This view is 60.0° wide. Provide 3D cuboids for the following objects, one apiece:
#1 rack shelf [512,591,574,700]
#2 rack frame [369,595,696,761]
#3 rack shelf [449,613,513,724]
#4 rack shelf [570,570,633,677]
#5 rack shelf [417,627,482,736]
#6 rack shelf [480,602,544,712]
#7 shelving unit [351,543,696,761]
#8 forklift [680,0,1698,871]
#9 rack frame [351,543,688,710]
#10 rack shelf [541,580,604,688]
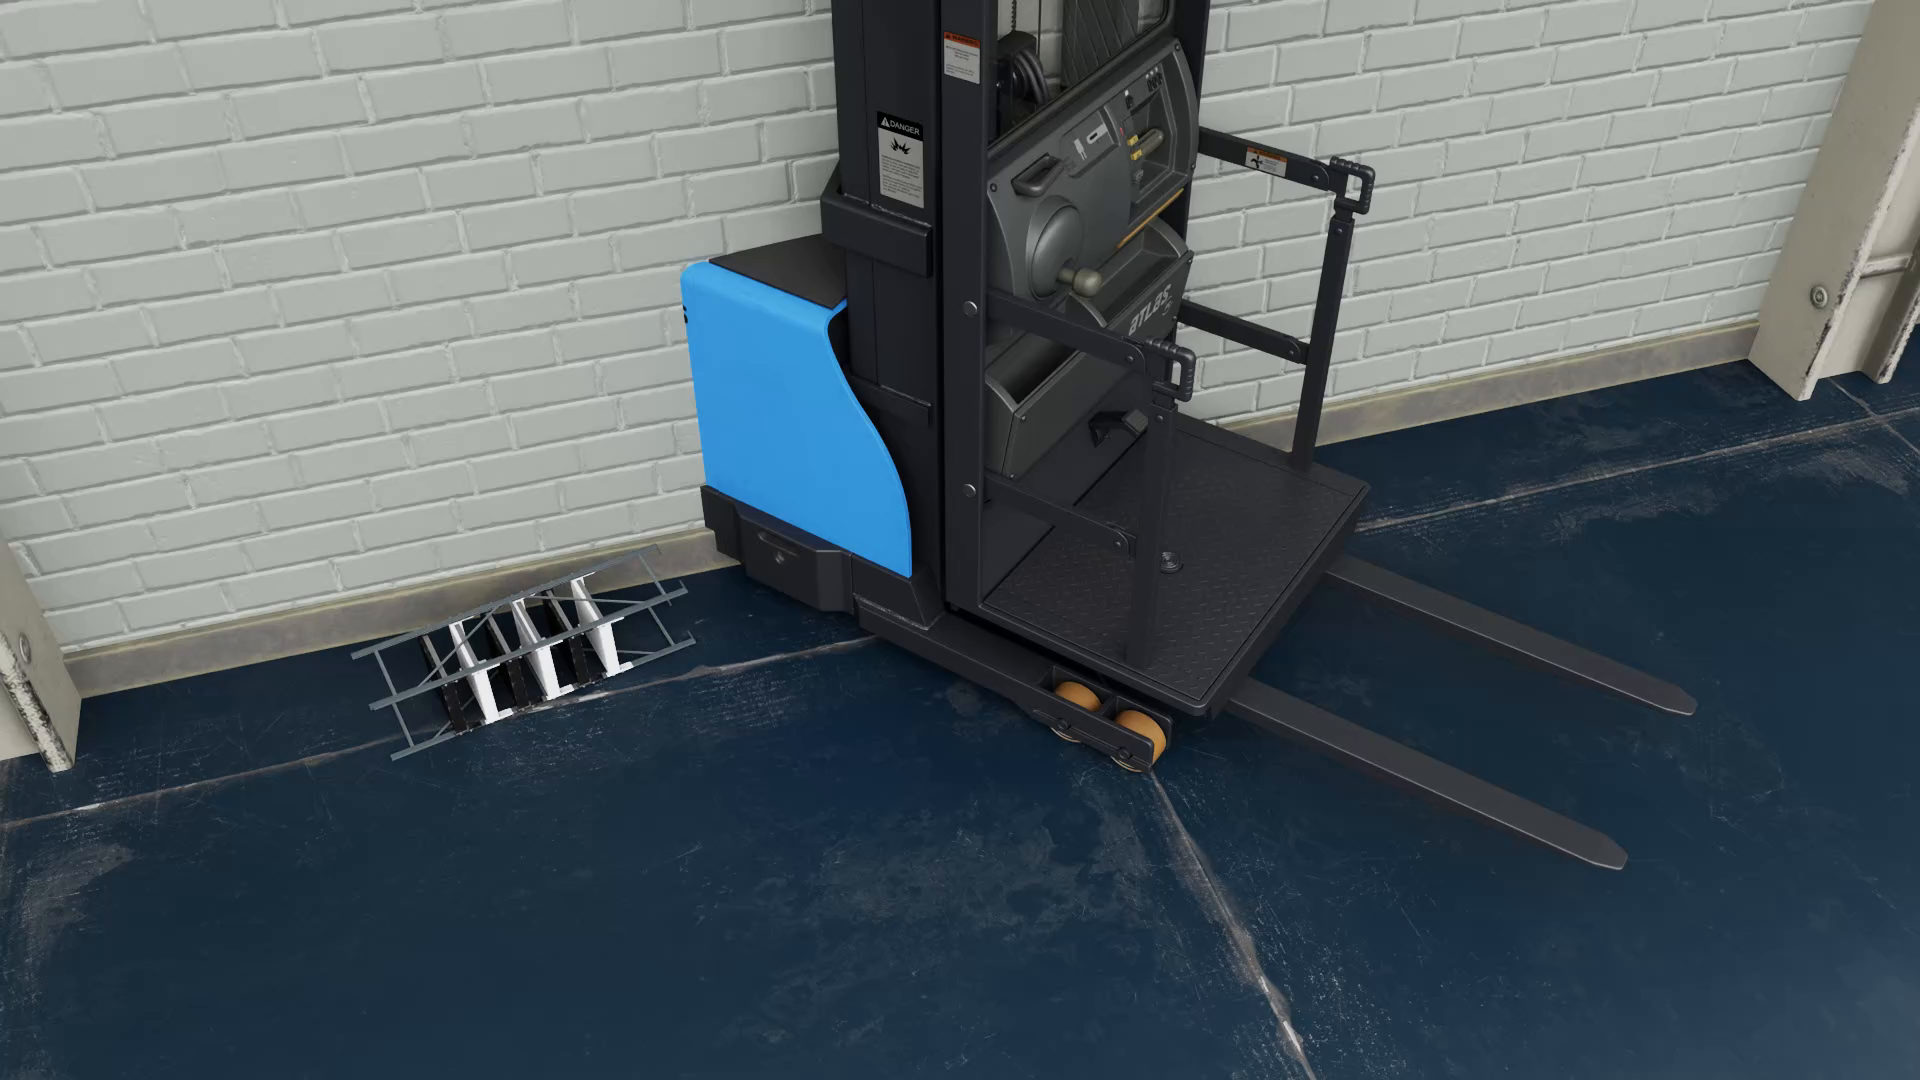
[{"bbox_3d":[-1.197,0.297,4.745,0.077,0.200,0.258,-21,45,-22],"label":"rack shelf"},{"bbox_3d":[-1.225,0.384,4.799,0.900,0.006,0.240,-21,45,-22],"label":"rack frame"},{"bbox_3d":[-1.353,0.357,4.678,0.077,0.200,0.258,-21,45,-22],"label":"rack shelf"},{"bbox_3d":[-1.042,0.236,4.811,0.077,0.200,0.258,-21,45,-22],"label":"rack shelf"},{"bbox_3d":[-1.431,0.388,4.644,0.077,0.200,0.258,-21,45,-22],"label":"rack shelf"},{"bbox_3d":[-1.275,0.327,4.711,0.077,0.200,0.258,-21,45,-22],"label":"rack shelf"},{"bbox_3d":[-1.226,0.308,4.732,0.900,0.210,0.258,-21,45,-22],"label":"shelving unit"},{"bbox_3d":[0.518,-0.876,4.025,3.031,2.935,1.130,24,46,25],"label":"forklift"},{"bbox_3d":[-1.227,0.232,4.665,0.900,0.006,0.240,-21,45,-22],"label":"rack frame"},{"bbox_3d":[-1.119,0.266,4.778,0.077,0.200,0.258,-21,45,-22],"label":"rack shelf"}]
